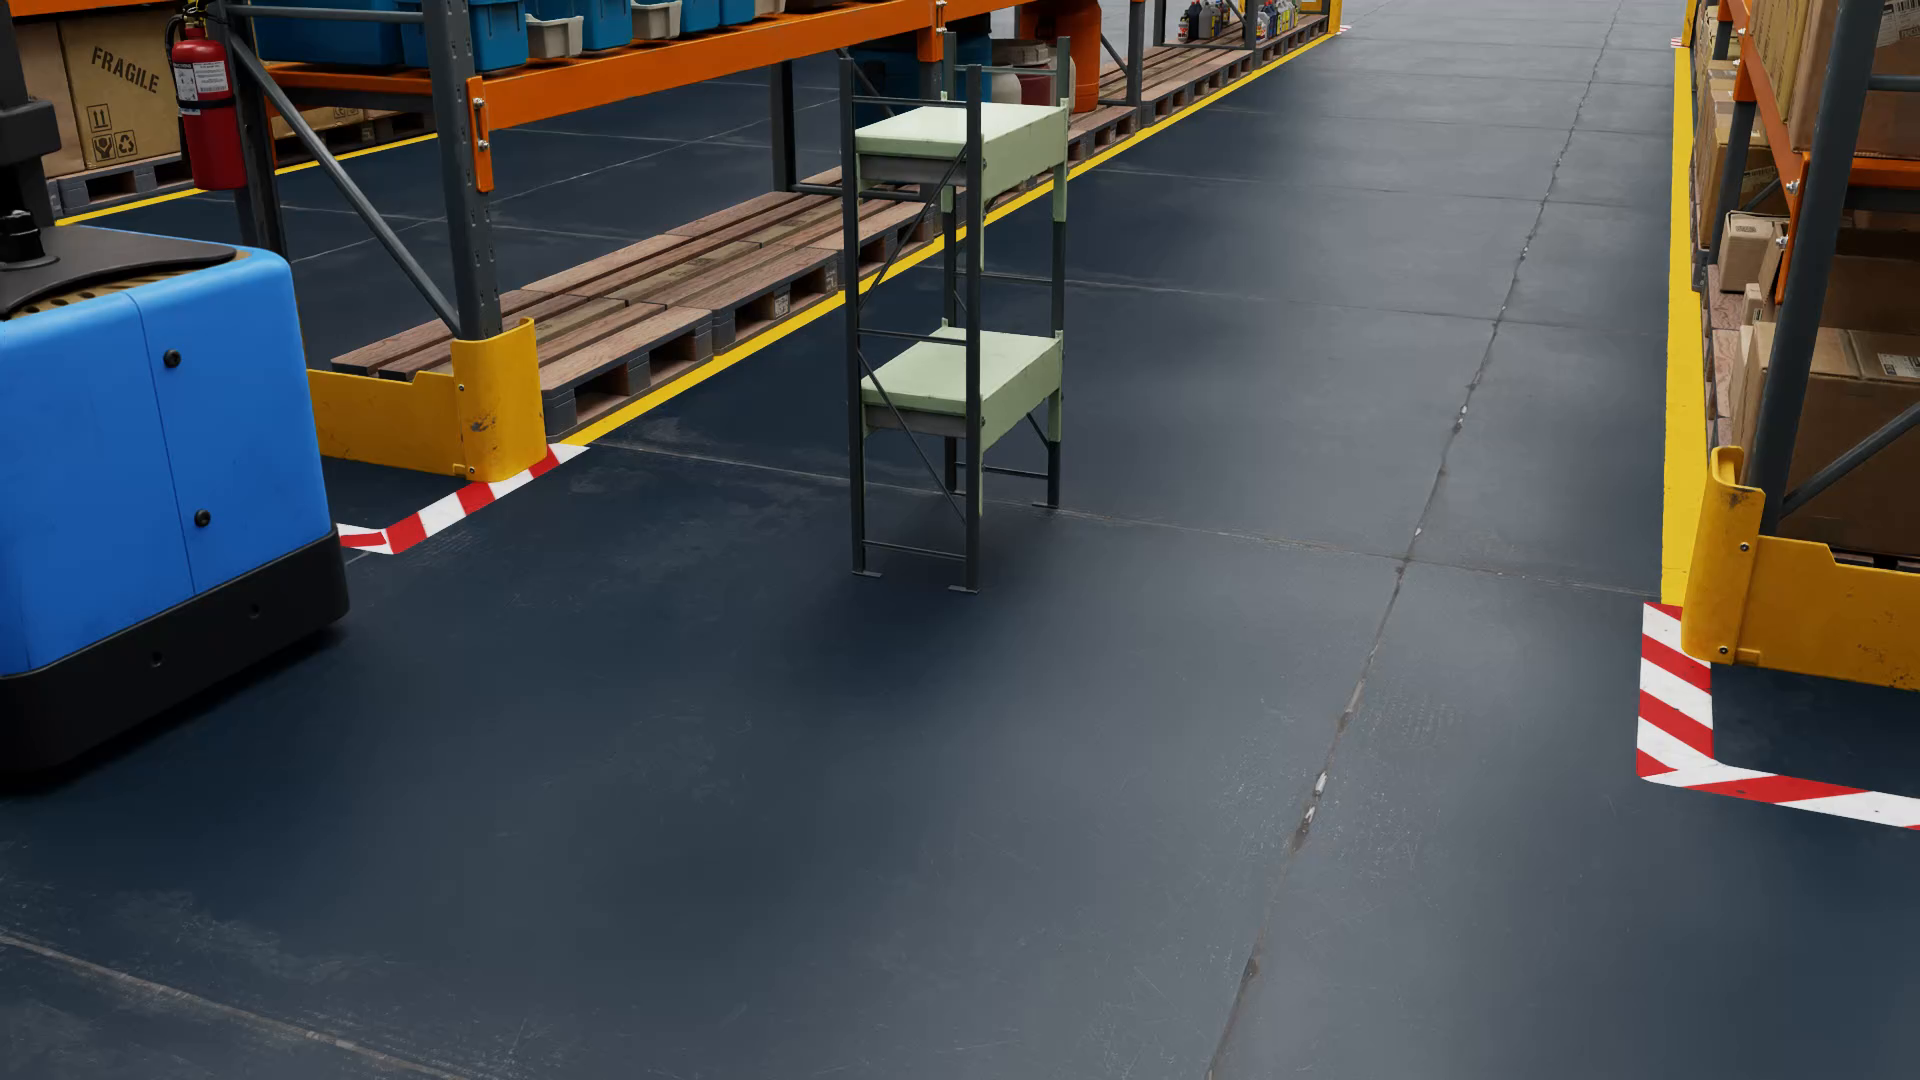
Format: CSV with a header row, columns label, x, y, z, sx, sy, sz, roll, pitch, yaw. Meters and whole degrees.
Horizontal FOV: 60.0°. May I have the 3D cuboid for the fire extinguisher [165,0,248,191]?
label,x,y,z,sx,sy,sz,roll,pitch,yaw
fire extinguisher,-2.548,-1.531,5.608,0.296,0.674,0.183,9,24,20

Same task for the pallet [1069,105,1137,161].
label,x,y,z,sx,sy,sz,roll,pitch,yaw
pallet,0.647,-3.016,12.196,1.003,0.211,1.213,9,24,20

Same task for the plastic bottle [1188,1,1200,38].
label,x,y,z,sx,sy,sz,roll,pitch,yaw
plastic bottle,2.359,-5.275,16.852,0.144,0.351,0.185,8,24,19

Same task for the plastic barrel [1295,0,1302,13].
label,x,y,z,sx,sy,sz,roll,pitch,yaw
plastic barrel,3.700,-6.253,19.011,0.421,0.512,0.421,0,23,0

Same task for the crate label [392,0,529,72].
label,x,y,z,sx,sy,sz,roll,pitch,yaw
crate label,-1.673,-1.719,5.614,0.416,0.233,0.303,9,24,20

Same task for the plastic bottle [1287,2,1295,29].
label,x,y,z,sx,sy,sz,roll,pitch,yaw
plastic bottle,3.479,-5.593,17.712,0.152,0.276,0.135,9,24,20

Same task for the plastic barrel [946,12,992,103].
label,x,y,z,sx,sy,sz,roll,pitch,yaw
plastic barrel,-0.103,-2.830,10.312,0.600,0.901,0.708,9,24,20

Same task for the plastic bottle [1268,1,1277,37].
label,x,y,z,sx,sy,sz,roll,pitch,yaw
plastic bottle,3.143,-5.300,16.912,0.144,0.351,0.185,8,24,18

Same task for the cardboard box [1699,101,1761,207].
label,x,y,z,sx,sy,sz,roll,pitch,yaw
cardboard box,4.309,-2.071,8.989,0.500,0.500,0.500,9,24,21

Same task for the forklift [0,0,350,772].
label,x,y,z,sx,sy,sz,roll,pitch,yaw
forklift,-3.244,-1.175,4.261,3.031,2.935,1.130,10,25,23

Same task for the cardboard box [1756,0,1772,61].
label,x,y,z,sx,sy,sz,roll,pitch,yaw
cardboard box,3.196,-1.989,5.991,0.500,0.500,0.500,9,24,20

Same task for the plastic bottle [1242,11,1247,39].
label,x,y,z,sx,sy,sz,roll,pitch,yaw
plastic bottle,2.939,-5.253,16.800,0.144,0.351,0.185,9,24,20

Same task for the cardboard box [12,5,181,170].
label,x,y,z,sx,sy,sz,roll,pitch,yaw
cardboard box,-5.502,-2.857,10.410,0.875,0.875,0.875,9,24,20

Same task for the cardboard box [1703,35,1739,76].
label,x,y,z,sx,sy,sz,roll,pitch,yaw
cardboard box,5.652,-3.474,11.969,0.500,0.311,0.500,8,24,19

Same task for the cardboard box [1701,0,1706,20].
label,x,y,z,sx,sy,sz,roll,pitch,yaw
cardboard box,7.505,-5.318,16.138,0.500,0.500,0.500,9,24,20

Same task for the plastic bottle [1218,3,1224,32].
label,x,y,z,sx,sy,sz,roll,pitch,yaw
plastic bottle,2.713,-5.470,17.408,0.061,0.283,0.133,9,24,20

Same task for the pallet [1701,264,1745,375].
label,x,y,z,sx,sy,sz,roll,pitch,yaw
pallet,3.757,-0.916,7.170,1.003,0.211,1.213,9,24,20

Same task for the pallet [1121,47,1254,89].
label,x,y,z,sx,sy,sz,roll,pitch,yaw
pallet,2.132,-4.449,15.627,1.003,0.211,1.213,9,24,20

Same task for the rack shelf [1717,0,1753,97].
label,x,y,z,sx,sy,sz,roll,pitch,yaw
rack shelf,4.756,-2.833,9.073,1.077,0.370,4.000,9,24,20

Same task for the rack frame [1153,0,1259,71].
label,x,y,z,sx,sy,sz,roll,pitch,yaw
rack frame,2.387,-6.022,15.775,1.000,3.000,0.127,9,24,20

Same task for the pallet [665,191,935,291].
label,x,y,z,sx,sy,sz,roll,pitch,yaw
pallet,-0.821,-1.604,8.816,1.003,0.211,1.213,9,24,20

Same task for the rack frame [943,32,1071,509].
label,x,y,z,sx,sy,sz,roll,pitch,yaw
rack frame,0.138,-0.825,5.280,0.400,1.500,0.023,9,24,20

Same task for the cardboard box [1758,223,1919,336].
label,x,y,z,sx,sy,sz,roll,pitch,yaw
cardboard box,3.320,-0.827,6.006,0.797,0.503,0.637,9,24,20

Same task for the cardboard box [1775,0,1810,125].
label,x,y,z,sx,sy,sz,roll,pitch,yaw
cardboard box,2.631,-1.449,4.697,0.500,0.500,0.500,9,24,21

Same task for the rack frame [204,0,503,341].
label,x,y,z,sx,sy,sz,roll,pitch,yaw
rack frame,-2.070,-1.728,5.495,1.000,3.000,0.127,9,24,20

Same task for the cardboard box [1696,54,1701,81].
label,x,y,z,sx,sy,sz,roll,pitch,yaw
cardboard box,6.414,-3.945,13.825,0.500,0.250,0.500,9,24,21

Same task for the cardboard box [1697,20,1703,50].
label,x,y,z,sx,sy,sz,roll,pitch,yaw
cardboard box,7.321,-4.792,15.854,0.500,0.250,0.500,9,24,20

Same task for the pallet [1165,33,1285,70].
label,x,y,z,sx,sy,sz,roll,pitch,yaw
pallet,2.676,-4.970,16.874,1.003,0.211,1.213,9,24,20

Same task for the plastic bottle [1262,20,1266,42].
label,x,y,z,sx,sy,sz,roll,pitch,yaw
plastic bottle,2.988,-5.058,16.527,0.097,0.201,0.097,0,23,0

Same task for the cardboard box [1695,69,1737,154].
label,x,y,z,sx,sy,sz,roll,pitch,yaw
cardboard box,4.876,-2.620,10.302,0.500,0.500,0.500,8,24,18

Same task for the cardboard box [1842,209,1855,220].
label,x,y,z,sx,sy,sz,roll,pitch,yaw
cardboard box,4.419,-1.637,7.949,0.500,0.500,0.500,8,24,18

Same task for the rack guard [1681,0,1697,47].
label,x,y,z,sx,sy,sz,roll,pitch,yaw
rack guard,8.480,-5.598,18.004,1.175,0.500,0.348,9,24,20

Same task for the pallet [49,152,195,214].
label,x,y,z,sx,sy,sz,roll,pitch,yaw
pallet,-5.538,-2.321,10.532,1.003,0.211,1.213,9,24,20

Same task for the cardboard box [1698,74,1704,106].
label,x,y,z,sx,sy,sz,roll,pitch,yaw
cardboard box,5.846,-3.393,12.504,0.500,0.250,0.500,9,24,21

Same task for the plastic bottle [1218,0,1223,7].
label,x,y,z,sx,sy,sz,roll,pitch,yaw
plastic bottle,2.783,-5.671,17.903,0.097,0.271,0.097,0,23,0

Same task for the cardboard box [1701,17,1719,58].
label,x,y,z,sx,sy,sz,roll,pitch,yaw
cardboard box,6.218,-4.019,13.276,0.500,0.311,0.500,8,24,18

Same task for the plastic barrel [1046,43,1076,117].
label,x,y,z,sx,sy,sz,roll,pitch,yaw
plastic barrel,0.609,-3.244,11.808,0.421,0.512,0.421,0,23,0

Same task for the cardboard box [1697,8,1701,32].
label,x,y,z,sx,sy,sz,roll,pitch,yaw
cardboard box,7.883,-5.328,17.138,0.500,0.250,0.500,9,24,20

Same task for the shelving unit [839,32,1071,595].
label,x,y,z,sx,sy,sz,roll,pitch,yaw
shelving unit,0.002,-0.694,4.967,0.431,1.500,0.755,9,24,20

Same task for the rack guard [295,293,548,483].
label,x,y,z,sx,sy,sz,roll,pitch,yaw
rack guard,-2.067,-0.564,5.952,1.175,0.500,0.348,9,24,20

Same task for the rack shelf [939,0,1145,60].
label,x,y,z,sx,sy,sz,roll,pitch,yaw
rack shelf,0.159,-3.543,10.774,1.077,0.370,4.000,9,24,20

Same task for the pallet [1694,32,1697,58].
label,x,y,z,sx,sy,sz,roll,pitch,yaw
pallet,8.226,-5.177,17.369,1.003,0.211,1.213,9,24,20

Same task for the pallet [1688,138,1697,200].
label,x,y,z,sx,sy,sz,roll,pitch,yaw
pallet,5.187,-2.332,10.558,1.003,0.211,1.213,9,24,20

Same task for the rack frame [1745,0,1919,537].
label,x,y,z,sx,sy,sz,roll,pitch,yaw
rack frame,2.528,-1.017,3.794,1.000,3.000,0.127,9,24,20

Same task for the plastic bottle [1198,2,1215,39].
label,x,y,z,sx,sy,sz,roll,pitch,yaw
plastic bottle,2.493,-5.254,16.802,0.144,0.351,0.185,9,24,20

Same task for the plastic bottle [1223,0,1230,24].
label,x,y,z,sx,sy,sz,roll,pitch,yaw
plastic bottle,2.910,-5.793,18.197,0.097,0.271,0.097,0,23,0

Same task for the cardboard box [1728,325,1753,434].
label,x,y,z,sx,sy,sz,roll,pitch,yaw
cardboard box,2.882,-0.517,5.593,0.500,0.250,0.500,9,24,20

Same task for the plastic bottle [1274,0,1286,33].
label,x,y,z,sx,sy,sz,roll,pitch,yaw
plastic bottle,3.301,-5.452,17.276,0.144,0.351,0.185,9,24,20

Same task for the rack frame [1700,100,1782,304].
label,x,y,z,sx,sy,sz,roll,pitch,yaw
rack frame,4.013,-2.449,7.221,1.000,3.000,0.127,9,24,20

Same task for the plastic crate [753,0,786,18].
label,x,y,z,sx,sy,sz,roll,pitch,yaw
plastic crate,-0.952,-2.399,7.366,0.293,0.136,0.466,9,24,20

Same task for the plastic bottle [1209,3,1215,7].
label,x,y,z,sx,sy,sz,roll,pitch,yaw
plastic bottle,2.614,-5.482,17.445,0.152,0.276,0.135,9,24,21

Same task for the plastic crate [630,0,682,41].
label,x,y,z,sx,sy,sz,roll,pitch,yaw
plastic crate,-1.225,-2.021,6.460,0.250,0.136,0.298,9,24,20
